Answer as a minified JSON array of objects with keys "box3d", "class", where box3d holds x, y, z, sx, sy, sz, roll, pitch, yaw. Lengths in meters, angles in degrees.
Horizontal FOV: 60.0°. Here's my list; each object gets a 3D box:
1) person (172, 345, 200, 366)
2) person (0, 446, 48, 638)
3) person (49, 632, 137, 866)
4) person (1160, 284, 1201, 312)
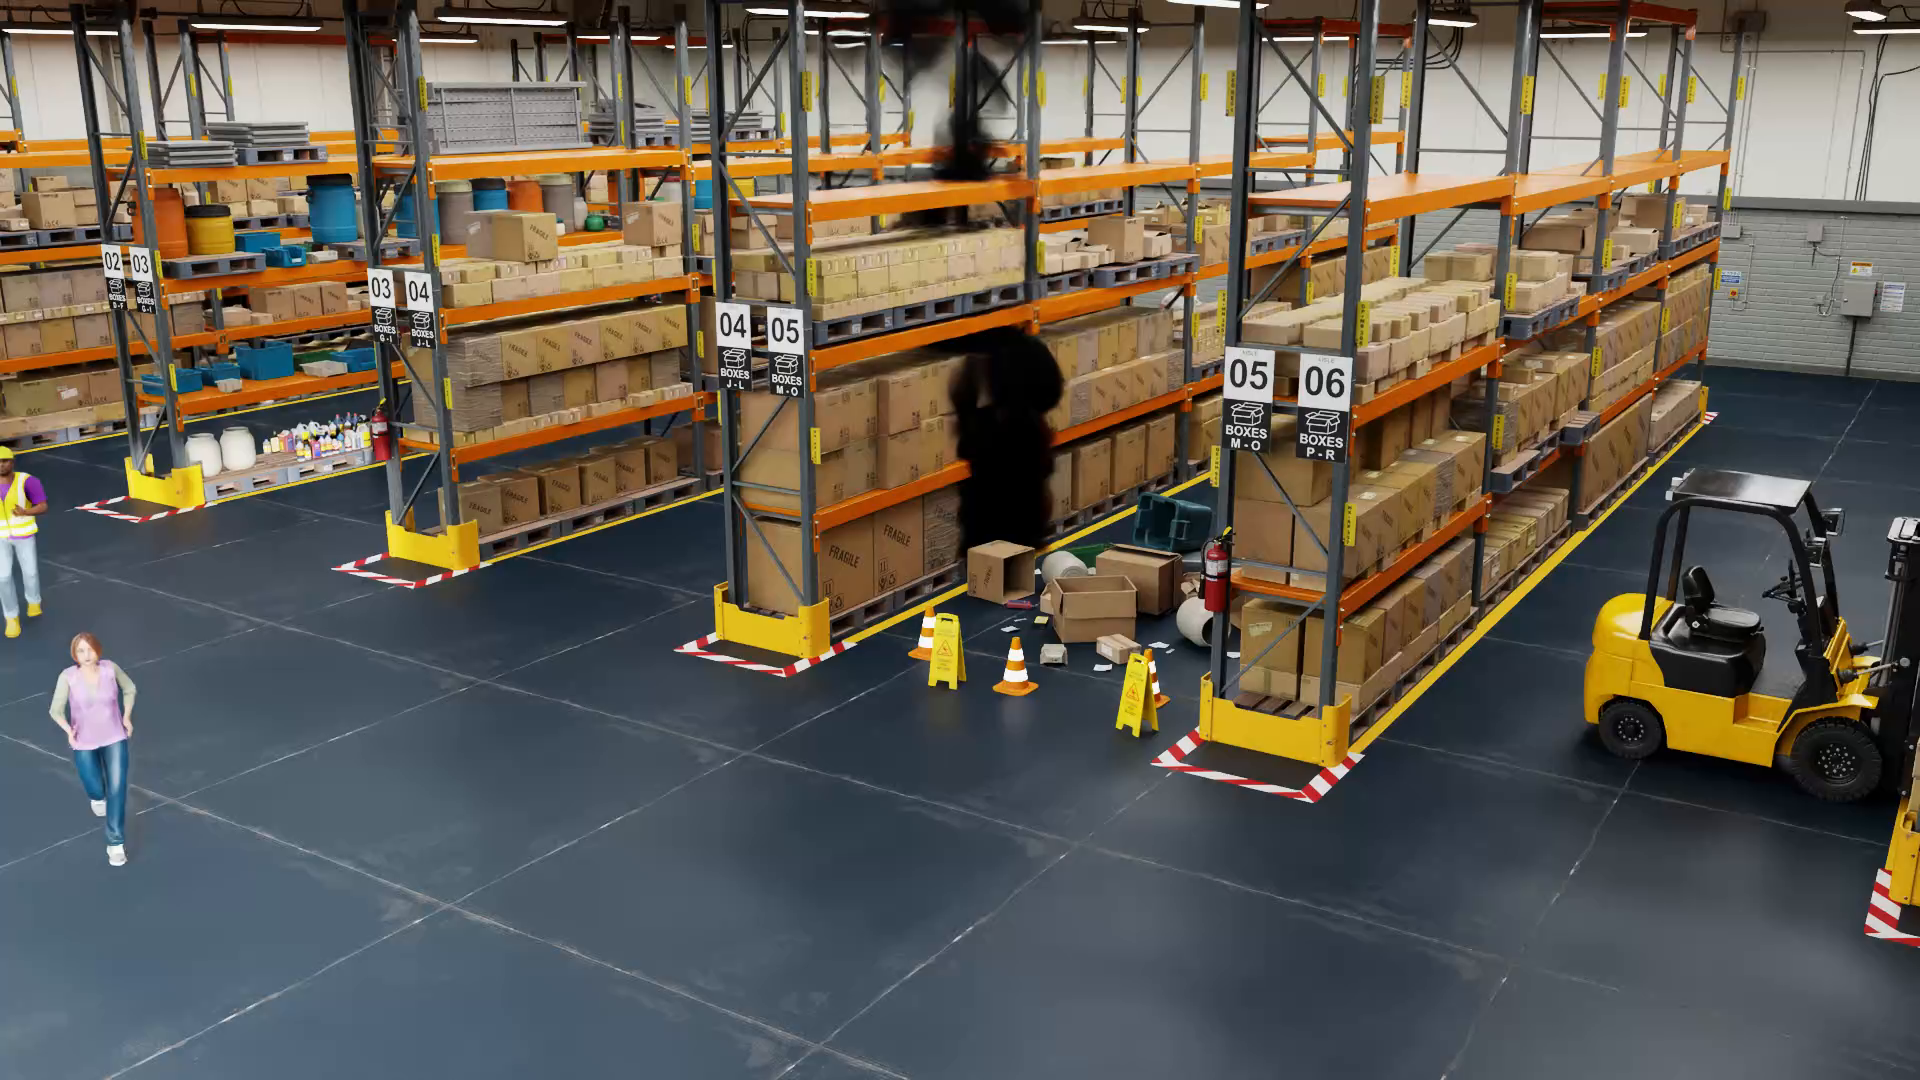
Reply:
[{"box3d":[-12.987,-3.282,27.962,0.480,1.700,0.818,6,17,21],"class":"person"},{"box3d":[-9.091,-0.011,15.965,0.677,1.820,0.765,-8,17,-26],"class":"person"},{"box3d":[-5.889,1.374,11.382,0.543,1.584,0.760,-9,18,-29],"class":"person"},{"box3d":[3.943,-3.852,29.856,0.795,1.740,0.580,5,16,17],"class":"person"}]
